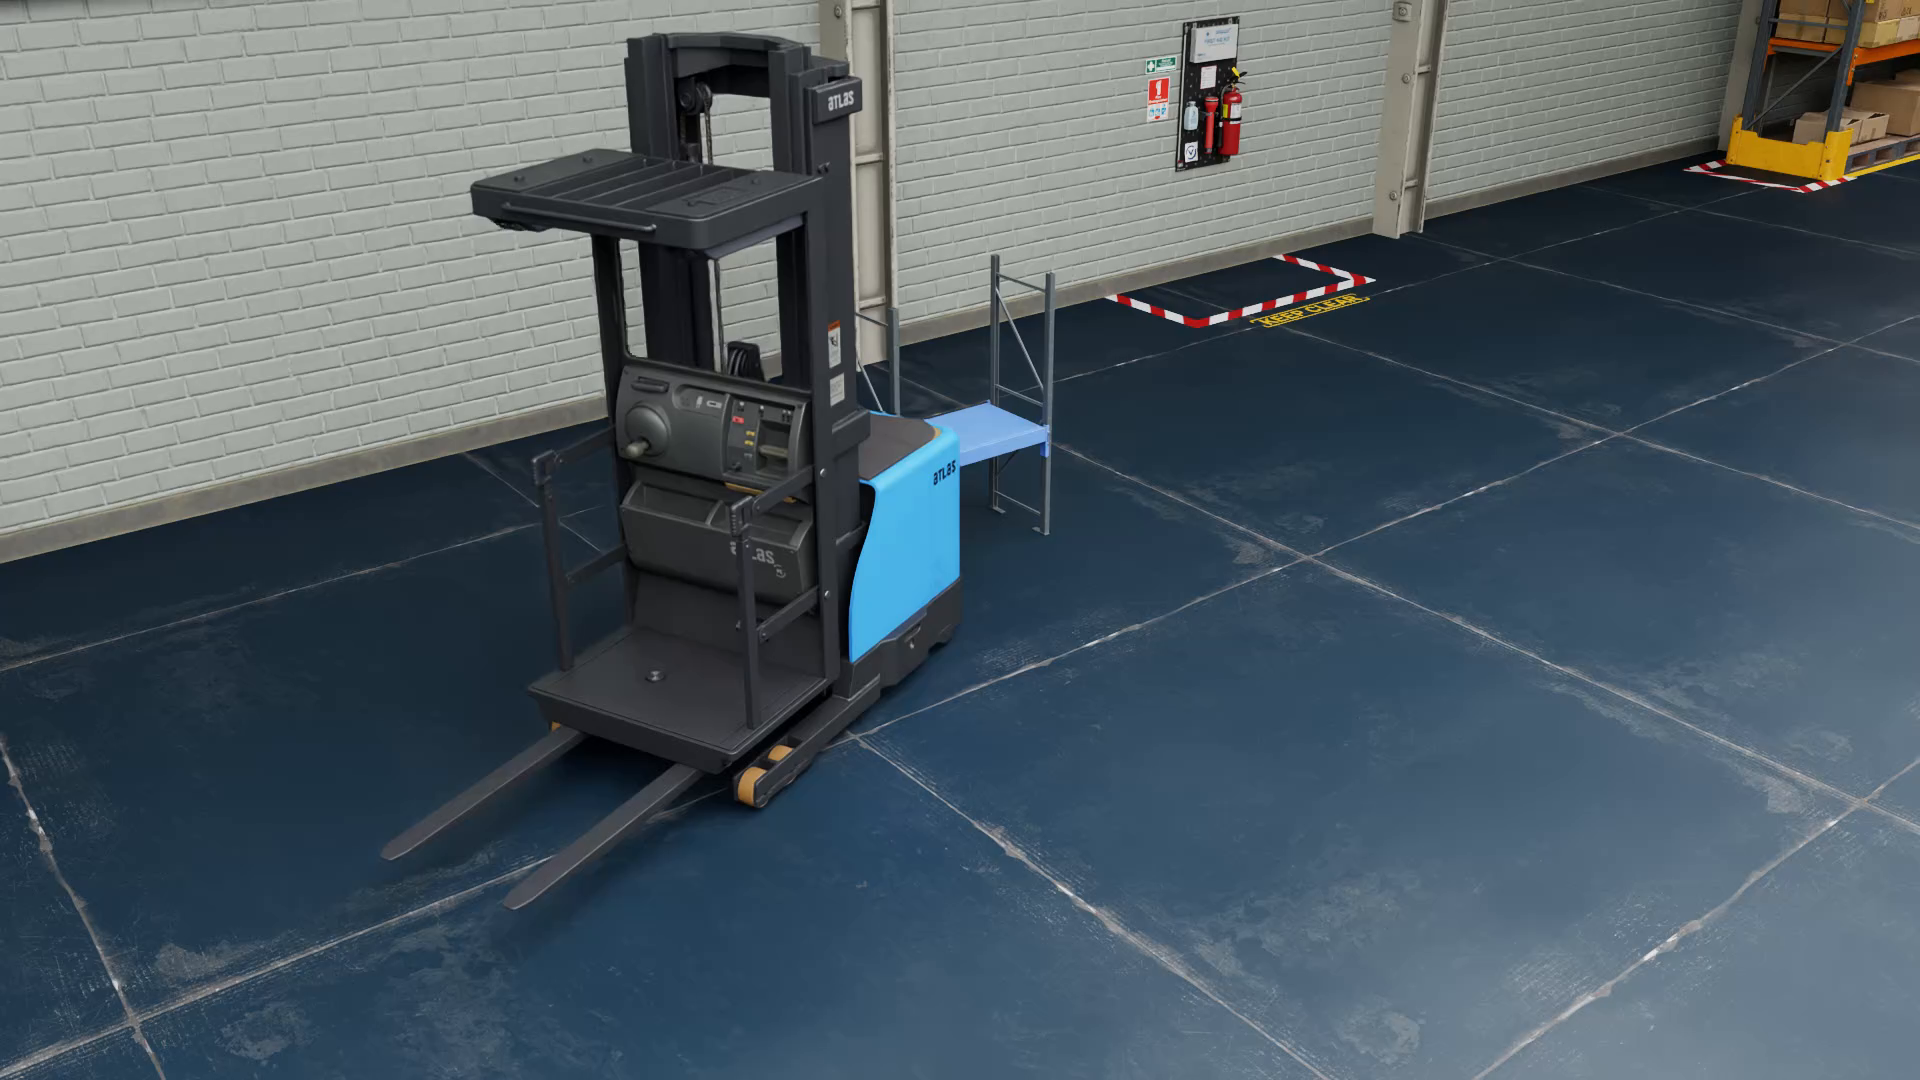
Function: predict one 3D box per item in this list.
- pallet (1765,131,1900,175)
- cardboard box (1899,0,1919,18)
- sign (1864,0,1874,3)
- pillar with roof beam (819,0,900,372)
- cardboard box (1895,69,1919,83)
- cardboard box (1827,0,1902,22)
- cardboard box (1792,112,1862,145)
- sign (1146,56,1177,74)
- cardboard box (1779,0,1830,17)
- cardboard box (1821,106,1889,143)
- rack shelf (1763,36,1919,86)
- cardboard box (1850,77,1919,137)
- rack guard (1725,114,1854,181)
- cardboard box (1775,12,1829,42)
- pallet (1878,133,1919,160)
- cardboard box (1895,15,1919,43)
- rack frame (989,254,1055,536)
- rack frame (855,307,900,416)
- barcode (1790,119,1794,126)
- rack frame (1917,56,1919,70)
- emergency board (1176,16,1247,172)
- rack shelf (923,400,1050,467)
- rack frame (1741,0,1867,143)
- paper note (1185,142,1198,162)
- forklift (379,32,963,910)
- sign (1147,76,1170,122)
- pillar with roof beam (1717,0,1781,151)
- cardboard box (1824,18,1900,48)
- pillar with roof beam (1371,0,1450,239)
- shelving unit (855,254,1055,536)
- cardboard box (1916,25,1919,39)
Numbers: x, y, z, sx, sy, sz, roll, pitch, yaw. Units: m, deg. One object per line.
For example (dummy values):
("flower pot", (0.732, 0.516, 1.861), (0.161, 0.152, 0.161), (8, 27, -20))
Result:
("pallet", (9.462, -4.256, 18.170), (1.213, 0.211, 1.003), (-18, 31, -34))
("cardboard box", (9.697, -5.733, 17.303), (0.500, 0.500, 0.500), (-18, 30, -34))
("sign", (9.076, -5.515, 16.542), (0.005, 0.325, 0.100), (-18, 31, -34))
("pillar with roof beam", (1.971, -3.948, 7.068), (0.400, 9.000, 9.100), (-18, 31, -34))
("cardboard box", (11.097, -5.124, 19.174), (0.500, 0.500, 0.500), (-21, 32, -38))
("cardboard box", (9.302, -5.608, 17.034), (0.500, 0.500, 0.500), (-18, 31, -34))
("cardboard box", (9.341, -4.432, 17.908), (0.500, 0.311, 0.500), (-23, 33, -40))
("sign", (1.579, -3.728, 13.048), (0.331, 0.109, 0.001), (-18, 31, -34))
("cardboard box", (8.981, -5.776, 17.396), (0.500, 0.500, 0.500), (-19, 31, -35))
("cardboard box", (9.790, -4.580, 18.227), (0.500, 0.311, 0.500), (-15, 29, -30))
("rack shelf", (10.315, -5.495, 18.382), (4.000, 0.370, 1.077), (-18, 31, -34))
("cardboard box", (10.398, -4.840, 18.562), (0.500, 0.500, 0.700), (-21, 32, -37))
("rack guard", (8.801, -4.188, 17.680), (0.348, 0.500, 1.175), (-18, 31, -34))
("cardboard box", (8.989, -5.429, 17.539), (0.500, 0.250, 0.500), (-18, 30, -33))
("pallet", (10.421, -4.572, 18.850), (1.213, 0.211, 1.003), (-18, 31, -34))
("cardboard box", (9.721, -5.404, 17.486), (0.500, 0.250, 0.500), (-19, 31, -36))
("rack frame", (0.333, -0.790, 9.171), (0.032, 1.500, 0.500), (-18, 31, -34))
("rack frame", (-0.467, -0.526, 8.602), (0.032, 1.500, 0.500), (-18, 31, -34))
("barcode", (9.108, -4.573, 18.202), (0.075, 0.075, 0.001), (-18, 31, -34))
("rack frame", (11.889, -6.341, 19.350), (0.127, 3.000, 1.000), (-18, 31, -34))
("emergency board", (2.068, -3.583, 13.406), (0.643, 1.169, 0.194), (-18, 31, -34))
("rack shelf", (-0.067, -0.495, 8.962), (1.000, 0.185, 0.538), (-18, 31, -34))
("rack frame", (8.741, -5.302, 17.111), (0.127, 3.000, 1.000), (-18, 31, -34))
("paper note", (1.886, -3.160, 13.542), (0.142, 0.148, 0.016), (-18, 31, -34))
("forklift", (-1.140, -0.442, 6.720), (1.130, 2.935, 3.031), (13, 28, 26))
("sign", (1.570, -3.489, 13.163), (0.234, 0.329, 0.001), (-18, 31, -34))
("pillar with roof beam", (11.414, -7.066, 13.785), (0.400, 9.000, 9.100), (-18, 31, -34))
("cardboard box", (9.321, -5.265, 17.185), (0.500, 0.250, 0.500), (-19, 31, -35))
("pillar with roof beam", (6.693, -5.507, 10.427), (0.400, 9.000, 9.100), (-18, 31, -34))
("shelving unit", (-0.067, -0.658, 8.887), (1.048, 1.500, 0.538), (-18, 31, -34))
("cardboard box", (10.125, -5.535, 17.767), (0.500, 0.250, 0.500), (-19, 31, -35))
